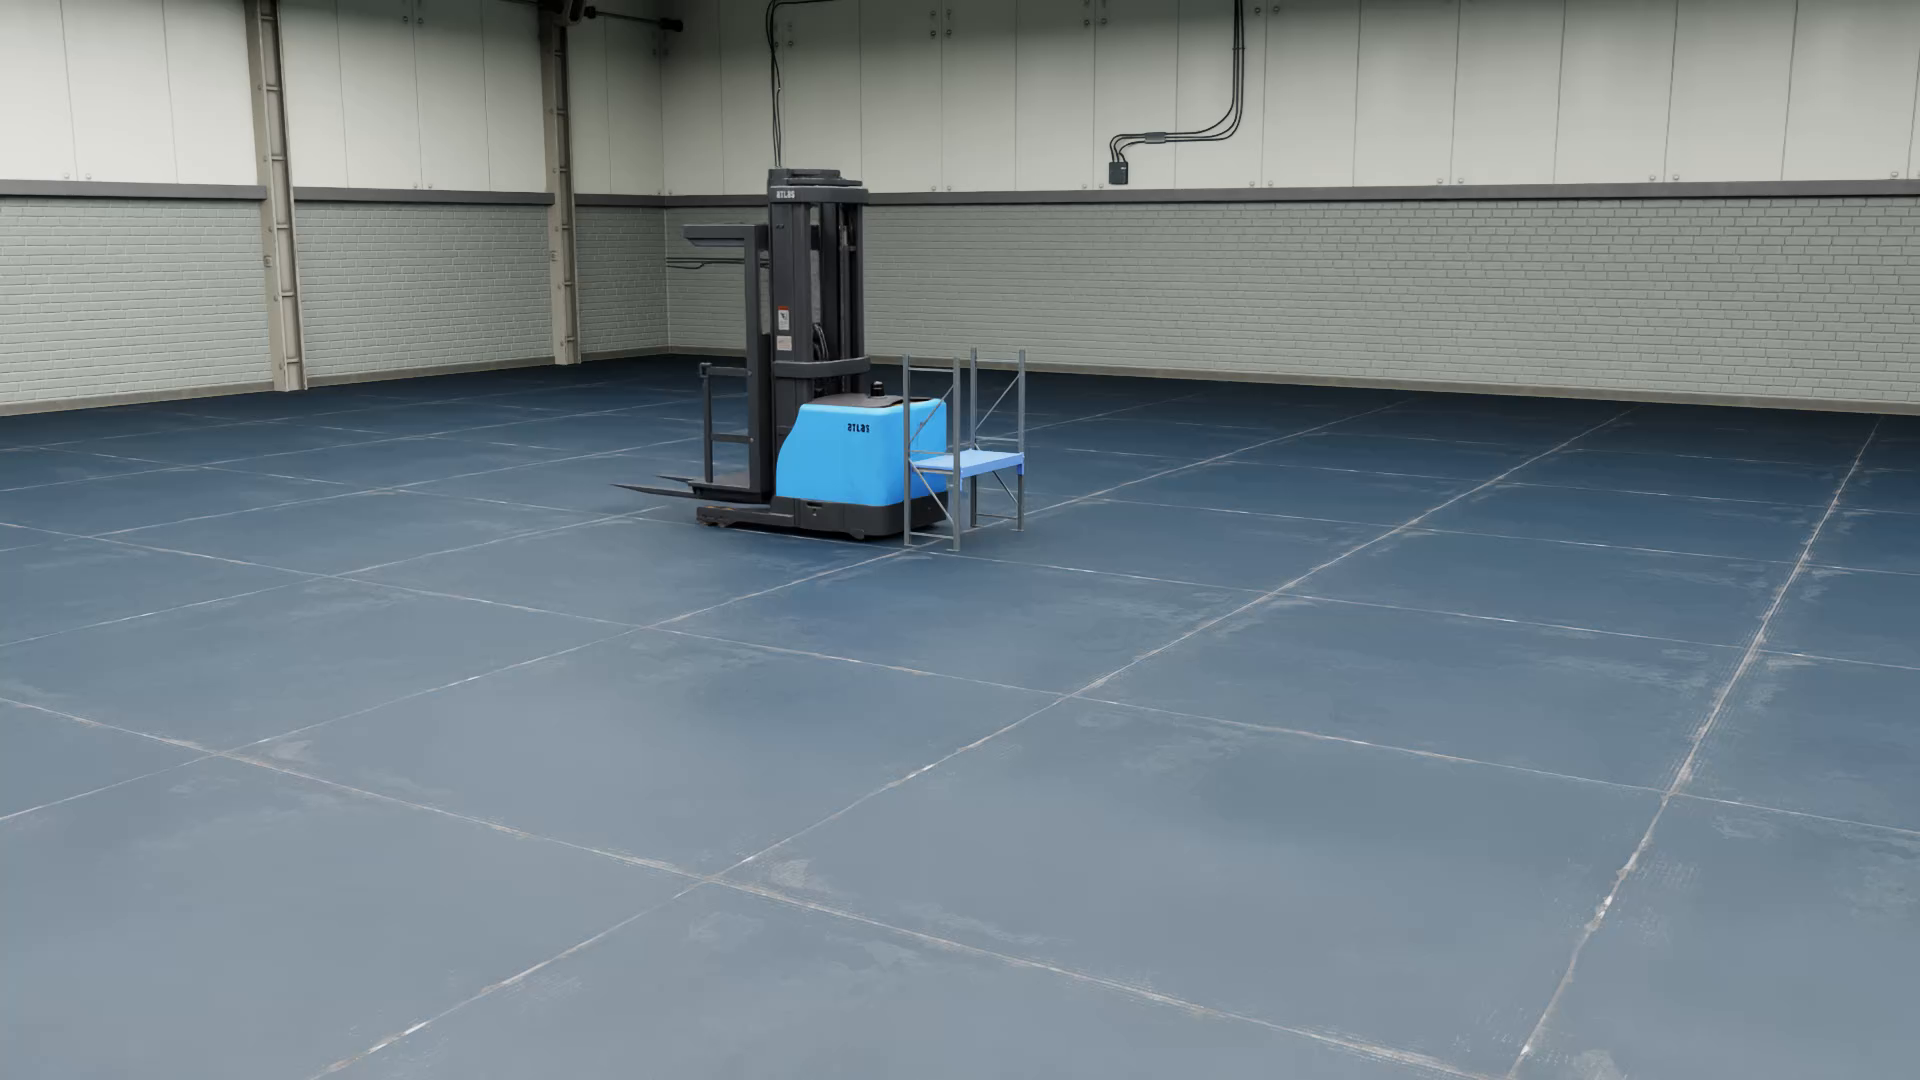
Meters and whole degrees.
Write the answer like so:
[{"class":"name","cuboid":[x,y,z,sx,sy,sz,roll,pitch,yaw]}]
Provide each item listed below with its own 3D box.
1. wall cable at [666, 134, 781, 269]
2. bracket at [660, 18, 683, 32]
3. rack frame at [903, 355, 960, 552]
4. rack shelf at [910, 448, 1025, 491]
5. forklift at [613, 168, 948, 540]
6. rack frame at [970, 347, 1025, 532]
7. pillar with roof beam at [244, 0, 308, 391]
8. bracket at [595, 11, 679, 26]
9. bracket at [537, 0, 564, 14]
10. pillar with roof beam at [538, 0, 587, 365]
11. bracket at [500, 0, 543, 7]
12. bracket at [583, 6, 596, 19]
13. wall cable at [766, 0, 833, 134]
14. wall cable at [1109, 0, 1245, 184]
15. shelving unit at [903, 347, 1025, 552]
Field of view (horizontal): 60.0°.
[{"class":"wall cable","cuboid":[-4.619,-6.508,32.115,3.097,2.526,0.112,6,12,31]},{"class":"bracket","cuboid":[-5.529,-9.871,31.857,0.235,0.232,0.430,6,12,31]},{"class":"rack frame","cuboid":[-0.220,-0.671,12.875,0.500,1.500,0.032,6,12,31]},{"class":"rack shelf","cuboid":[0.044,-0.574,13.335,0.538,0.185,1.000,6,12,31]},{"class":"forklift","cuboid":[-1.625,-1.621,14.062,3.031,2.935,1.130,6,12,31]},{"class":"rack frame","cuboid":[0.308,-0.831,13.729,0.500,1.500,0.032,6,12,31]},{"class":"pillar with roof beam","cuboid":[-6.714,-6.342,22.792,9.100,9.000,0.400,6,12,31]},{"class":"bracket","cuboid":[-5.836,-9.778,31.360,0.076,0.066,3.189,6,12,31]},{"class":"bracket","cuboid":[-7.191,-9.367,29.168,0.235,0.232,0.430,6,12,31]},{"class":"pillar with roof beam","cuboid":[-3.599,-7.286,27.832,9.100,9.000,0.548,6,12,31]},{"class":"bracket","cuboid":[-8.528,-8.962,27.004,0.076,0.066,4.783,6,12,31]},{"class":"bracket","cuboid":[-6.760,-9.498,29.866,0.235,0.232,0.430,6,12,31]},{"class":"wall cable","cuboid":[-2.307,-8.732,30.270,3.097,2.526,0.112,6,12,31]},{"class":"wall cable","cuboid":[3.487,-8.796,26.659,2.305,6.003,0.169,6,12,31]},{"class":"shelving unit","cuboid":[0.044,-0.751,13.302,0.538,1.500,1.048,6,12,31]}]
